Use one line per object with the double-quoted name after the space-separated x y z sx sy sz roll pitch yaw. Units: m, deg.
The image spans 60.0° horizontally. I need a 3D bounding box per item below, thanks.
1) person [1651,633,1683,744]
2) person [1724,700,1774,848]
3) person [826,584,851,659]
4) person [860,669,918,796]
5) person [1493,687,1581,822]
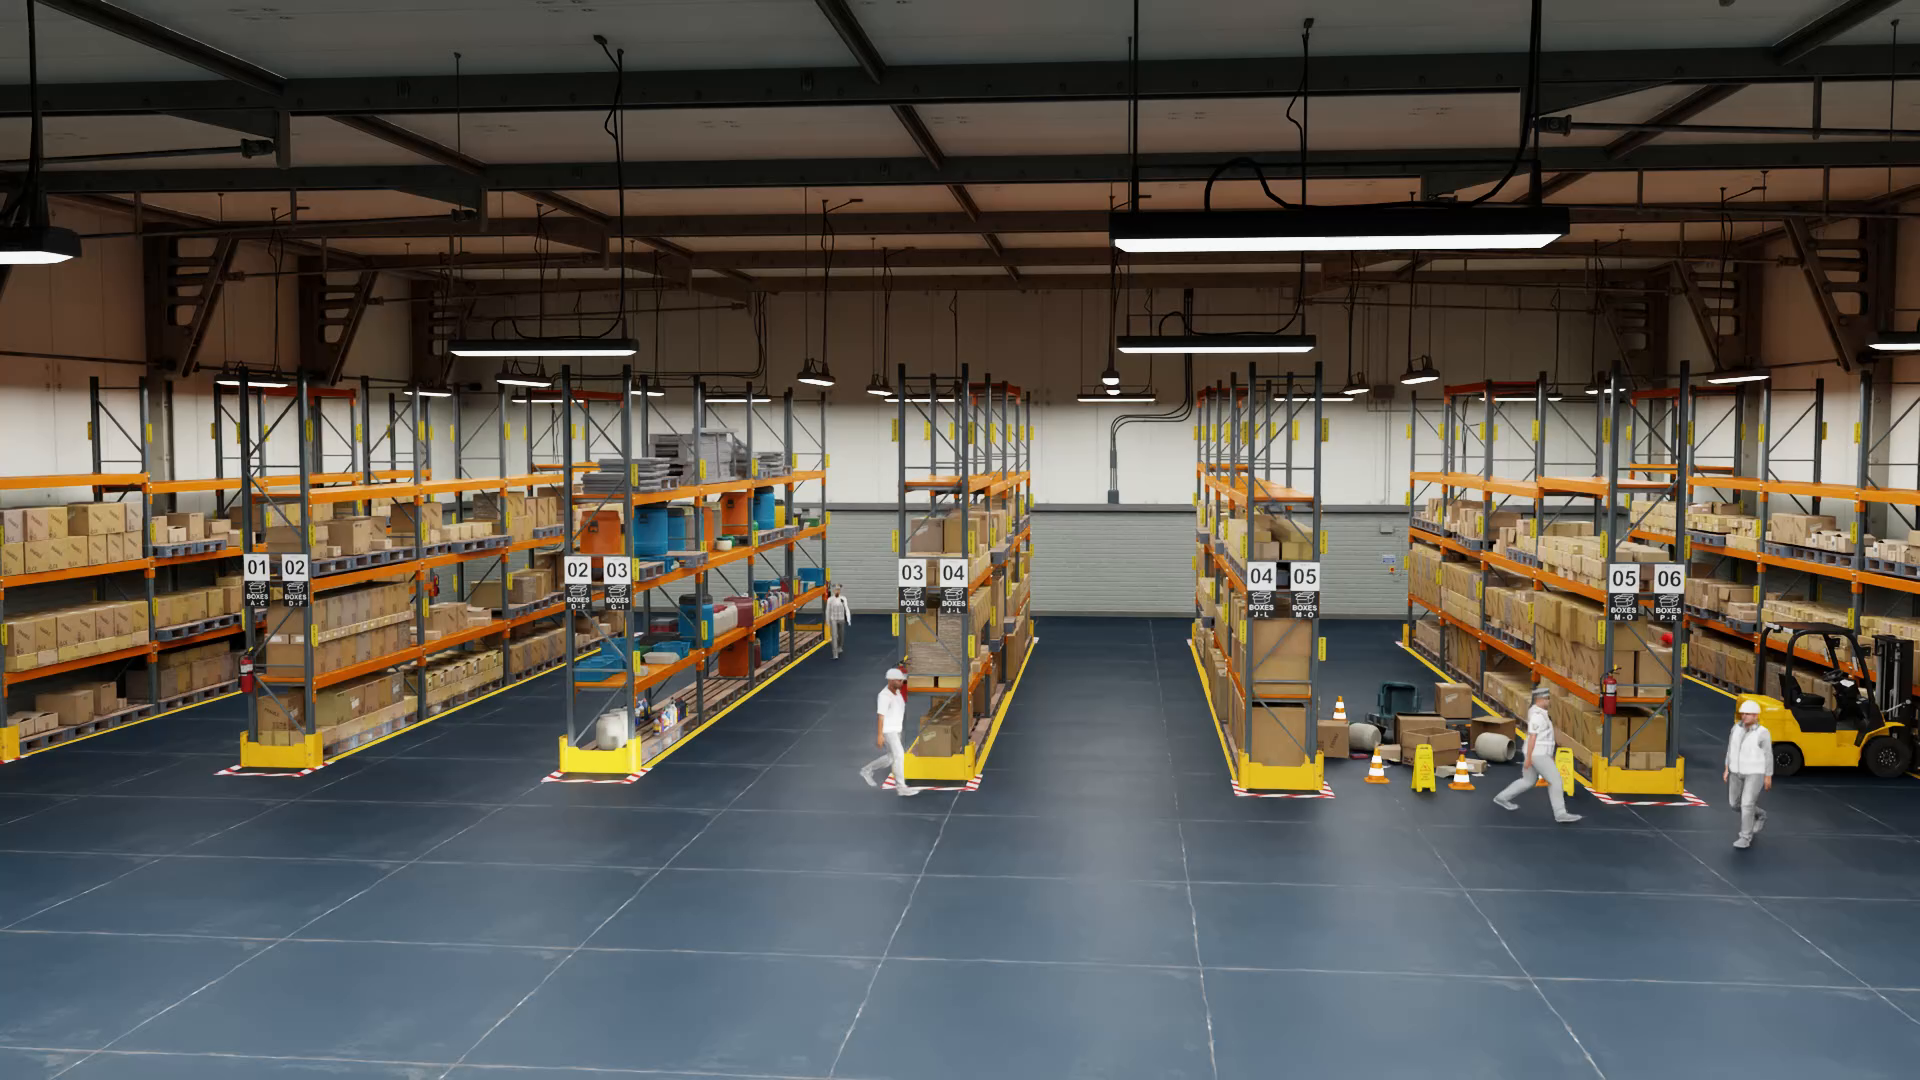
11.425 2.411 26.779 0.511 1.825 0.548 0 4 1 "person"
9.621 2.822 20.272 0.883 1.749 0.567 -2 4 -30 "person"
-2.721 1.780 37.074 0.529 1.637 0.965 -1 4 -10 "person"
-0.977 2.649 23.099 0.928 1.742 0.607 1 4 17 "person"
7.525 2.771 21.630 1.025 1.699 0.577 1 4 13 "person"
